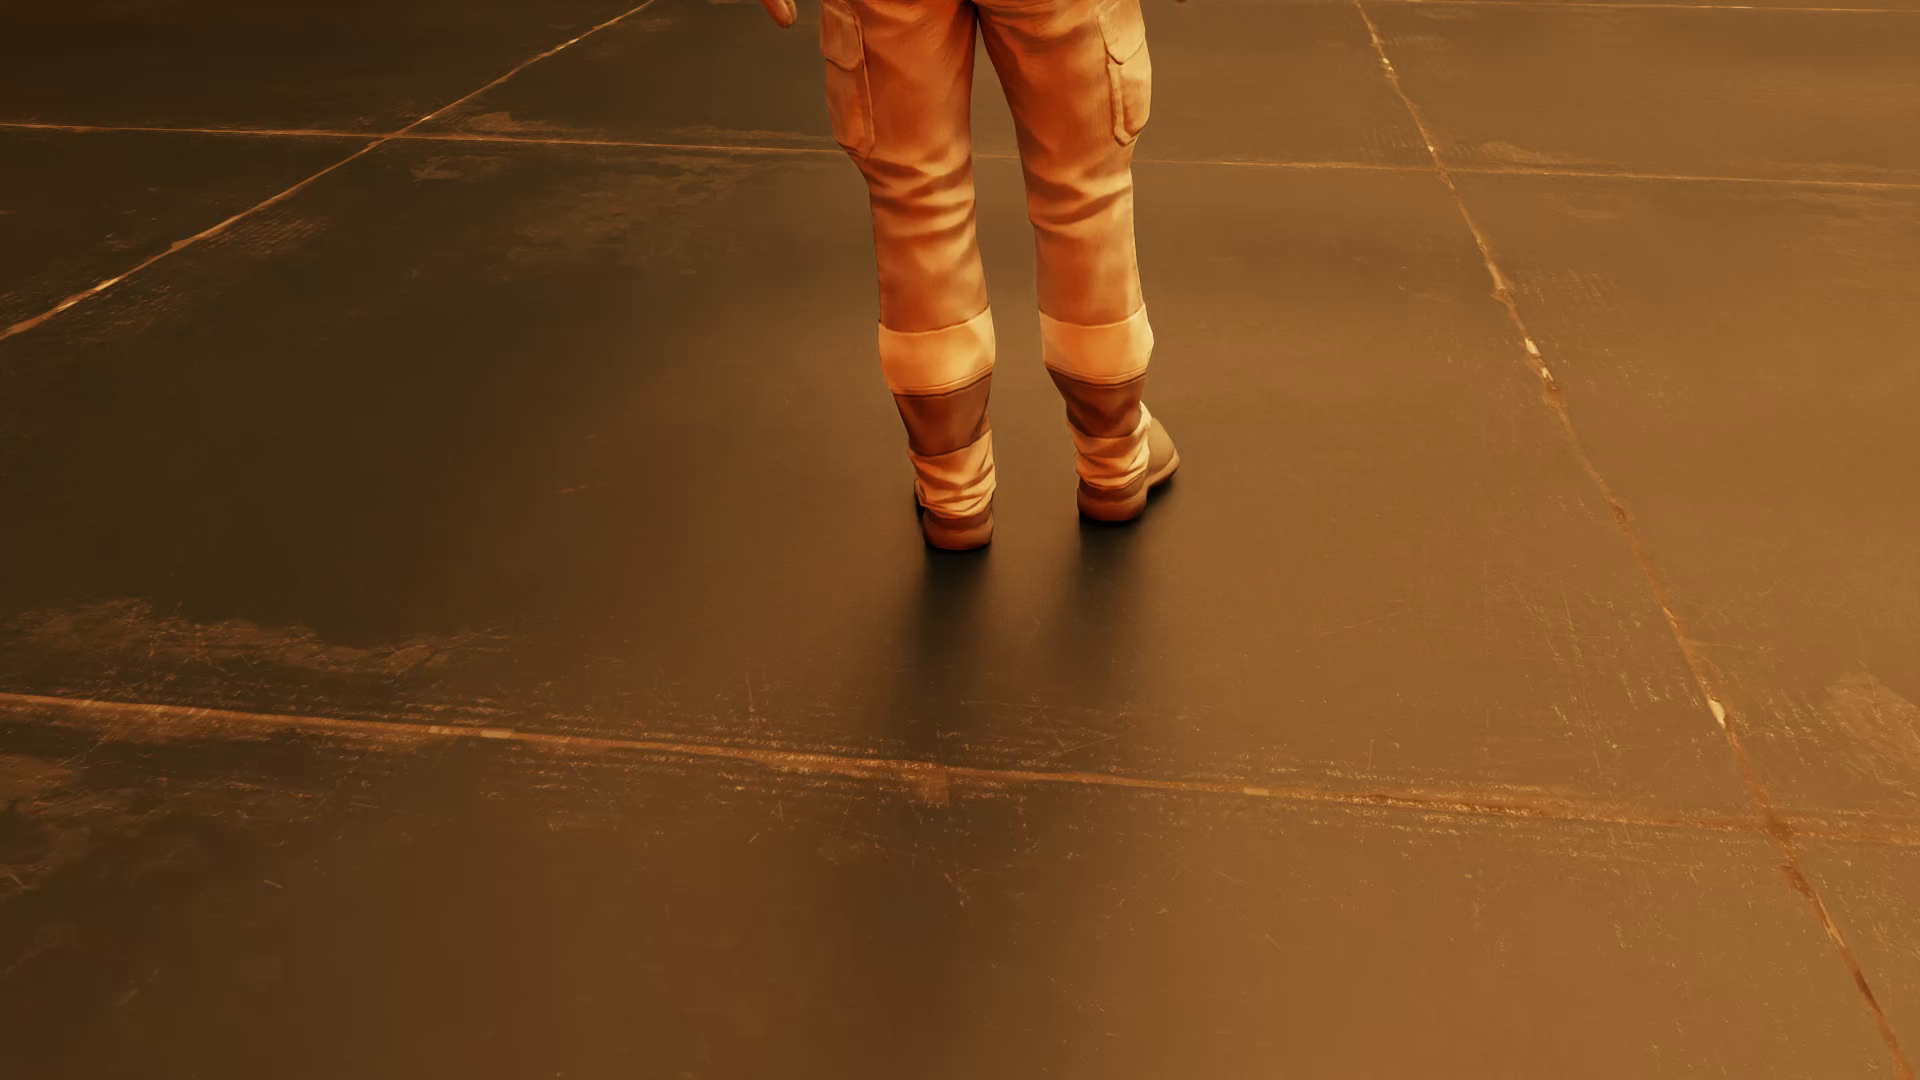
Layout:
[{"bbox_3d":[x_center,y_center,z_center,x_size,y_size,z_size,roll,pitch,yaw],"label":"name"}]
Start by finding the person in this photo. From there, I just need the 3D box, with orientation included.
[{"bbox_3d":[0.023,-0.841,2.170,0.637,1.785,0.560,3,27,7],"label":"person"}]
